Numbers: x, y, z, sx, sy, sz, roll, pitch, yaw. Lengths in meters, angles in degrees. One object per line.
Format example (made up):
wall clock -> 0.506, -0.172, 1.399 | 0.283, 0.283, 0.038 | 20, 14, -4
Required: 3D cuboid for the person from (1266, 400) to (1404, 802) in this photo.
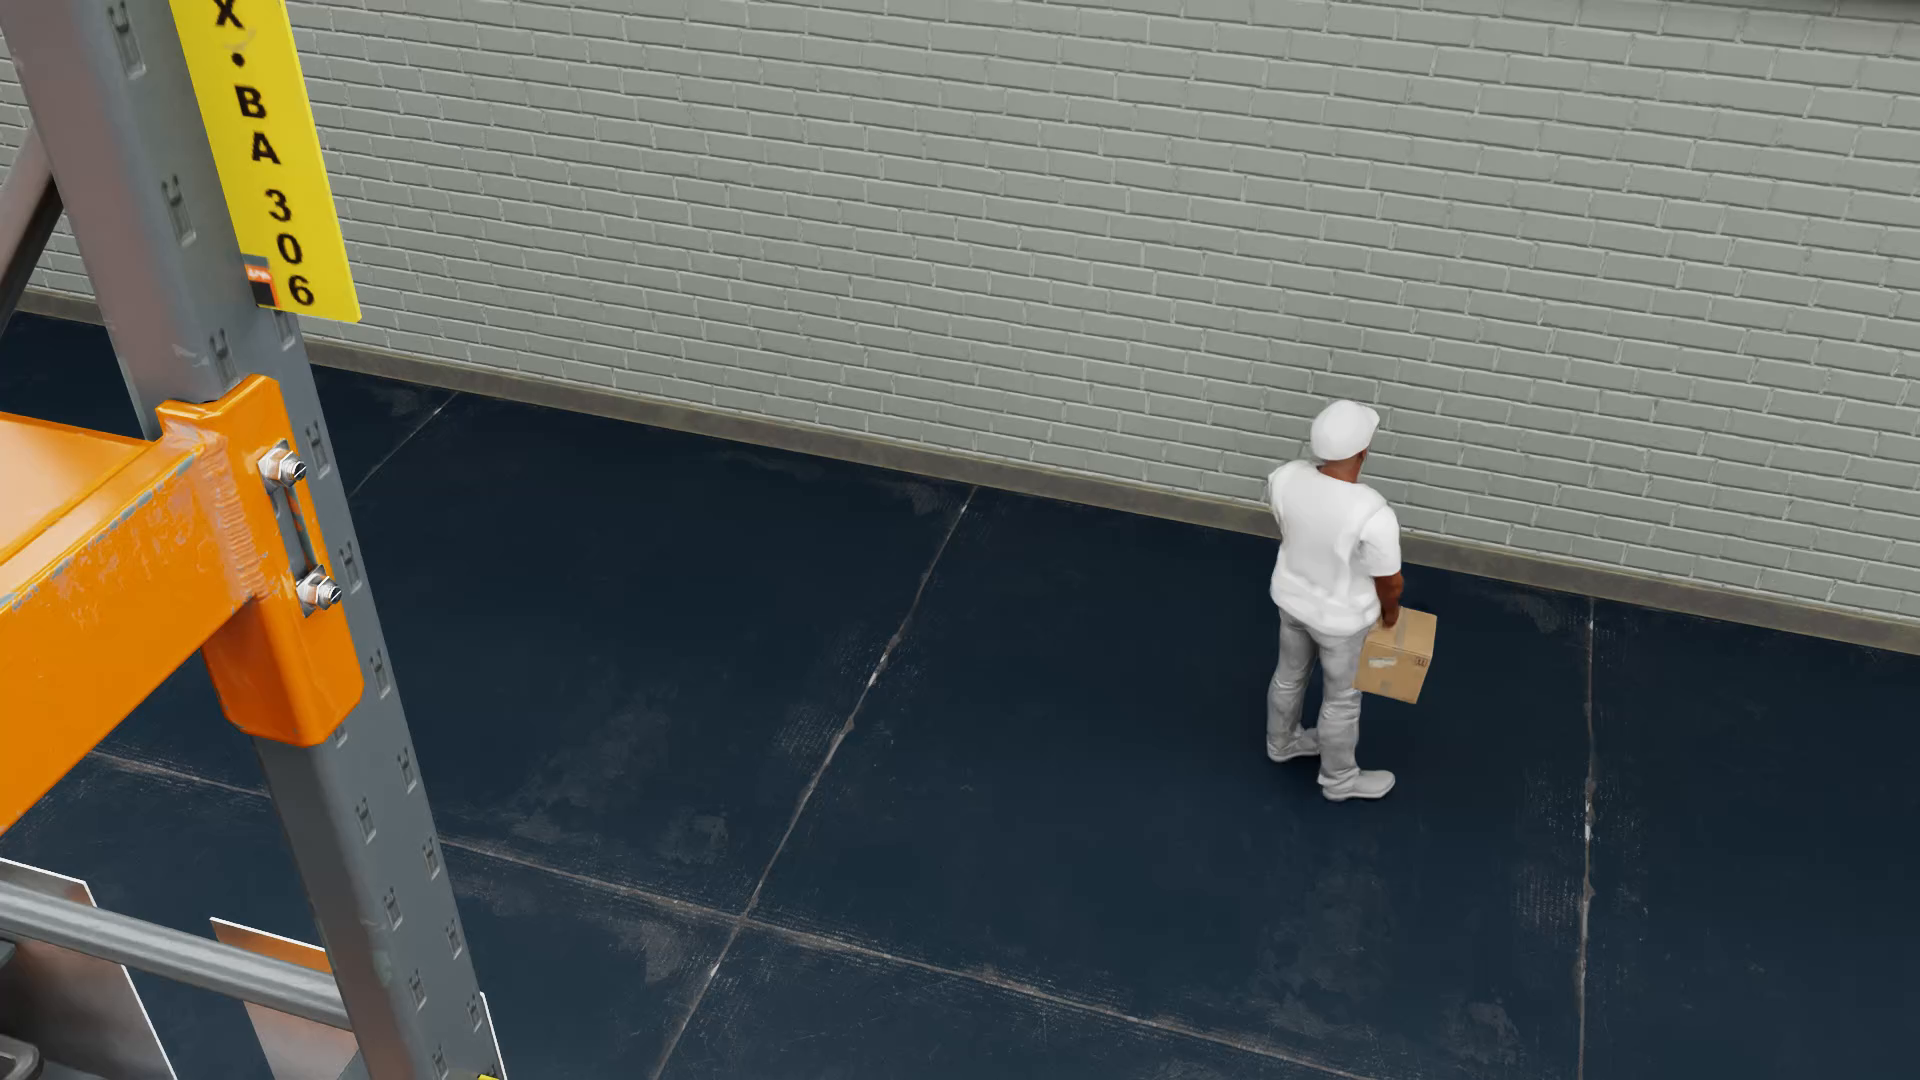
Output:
person -> 1.437, 0.230, 6.294 | 0.476, 1.777, 0.603 | -28, 45, -32
